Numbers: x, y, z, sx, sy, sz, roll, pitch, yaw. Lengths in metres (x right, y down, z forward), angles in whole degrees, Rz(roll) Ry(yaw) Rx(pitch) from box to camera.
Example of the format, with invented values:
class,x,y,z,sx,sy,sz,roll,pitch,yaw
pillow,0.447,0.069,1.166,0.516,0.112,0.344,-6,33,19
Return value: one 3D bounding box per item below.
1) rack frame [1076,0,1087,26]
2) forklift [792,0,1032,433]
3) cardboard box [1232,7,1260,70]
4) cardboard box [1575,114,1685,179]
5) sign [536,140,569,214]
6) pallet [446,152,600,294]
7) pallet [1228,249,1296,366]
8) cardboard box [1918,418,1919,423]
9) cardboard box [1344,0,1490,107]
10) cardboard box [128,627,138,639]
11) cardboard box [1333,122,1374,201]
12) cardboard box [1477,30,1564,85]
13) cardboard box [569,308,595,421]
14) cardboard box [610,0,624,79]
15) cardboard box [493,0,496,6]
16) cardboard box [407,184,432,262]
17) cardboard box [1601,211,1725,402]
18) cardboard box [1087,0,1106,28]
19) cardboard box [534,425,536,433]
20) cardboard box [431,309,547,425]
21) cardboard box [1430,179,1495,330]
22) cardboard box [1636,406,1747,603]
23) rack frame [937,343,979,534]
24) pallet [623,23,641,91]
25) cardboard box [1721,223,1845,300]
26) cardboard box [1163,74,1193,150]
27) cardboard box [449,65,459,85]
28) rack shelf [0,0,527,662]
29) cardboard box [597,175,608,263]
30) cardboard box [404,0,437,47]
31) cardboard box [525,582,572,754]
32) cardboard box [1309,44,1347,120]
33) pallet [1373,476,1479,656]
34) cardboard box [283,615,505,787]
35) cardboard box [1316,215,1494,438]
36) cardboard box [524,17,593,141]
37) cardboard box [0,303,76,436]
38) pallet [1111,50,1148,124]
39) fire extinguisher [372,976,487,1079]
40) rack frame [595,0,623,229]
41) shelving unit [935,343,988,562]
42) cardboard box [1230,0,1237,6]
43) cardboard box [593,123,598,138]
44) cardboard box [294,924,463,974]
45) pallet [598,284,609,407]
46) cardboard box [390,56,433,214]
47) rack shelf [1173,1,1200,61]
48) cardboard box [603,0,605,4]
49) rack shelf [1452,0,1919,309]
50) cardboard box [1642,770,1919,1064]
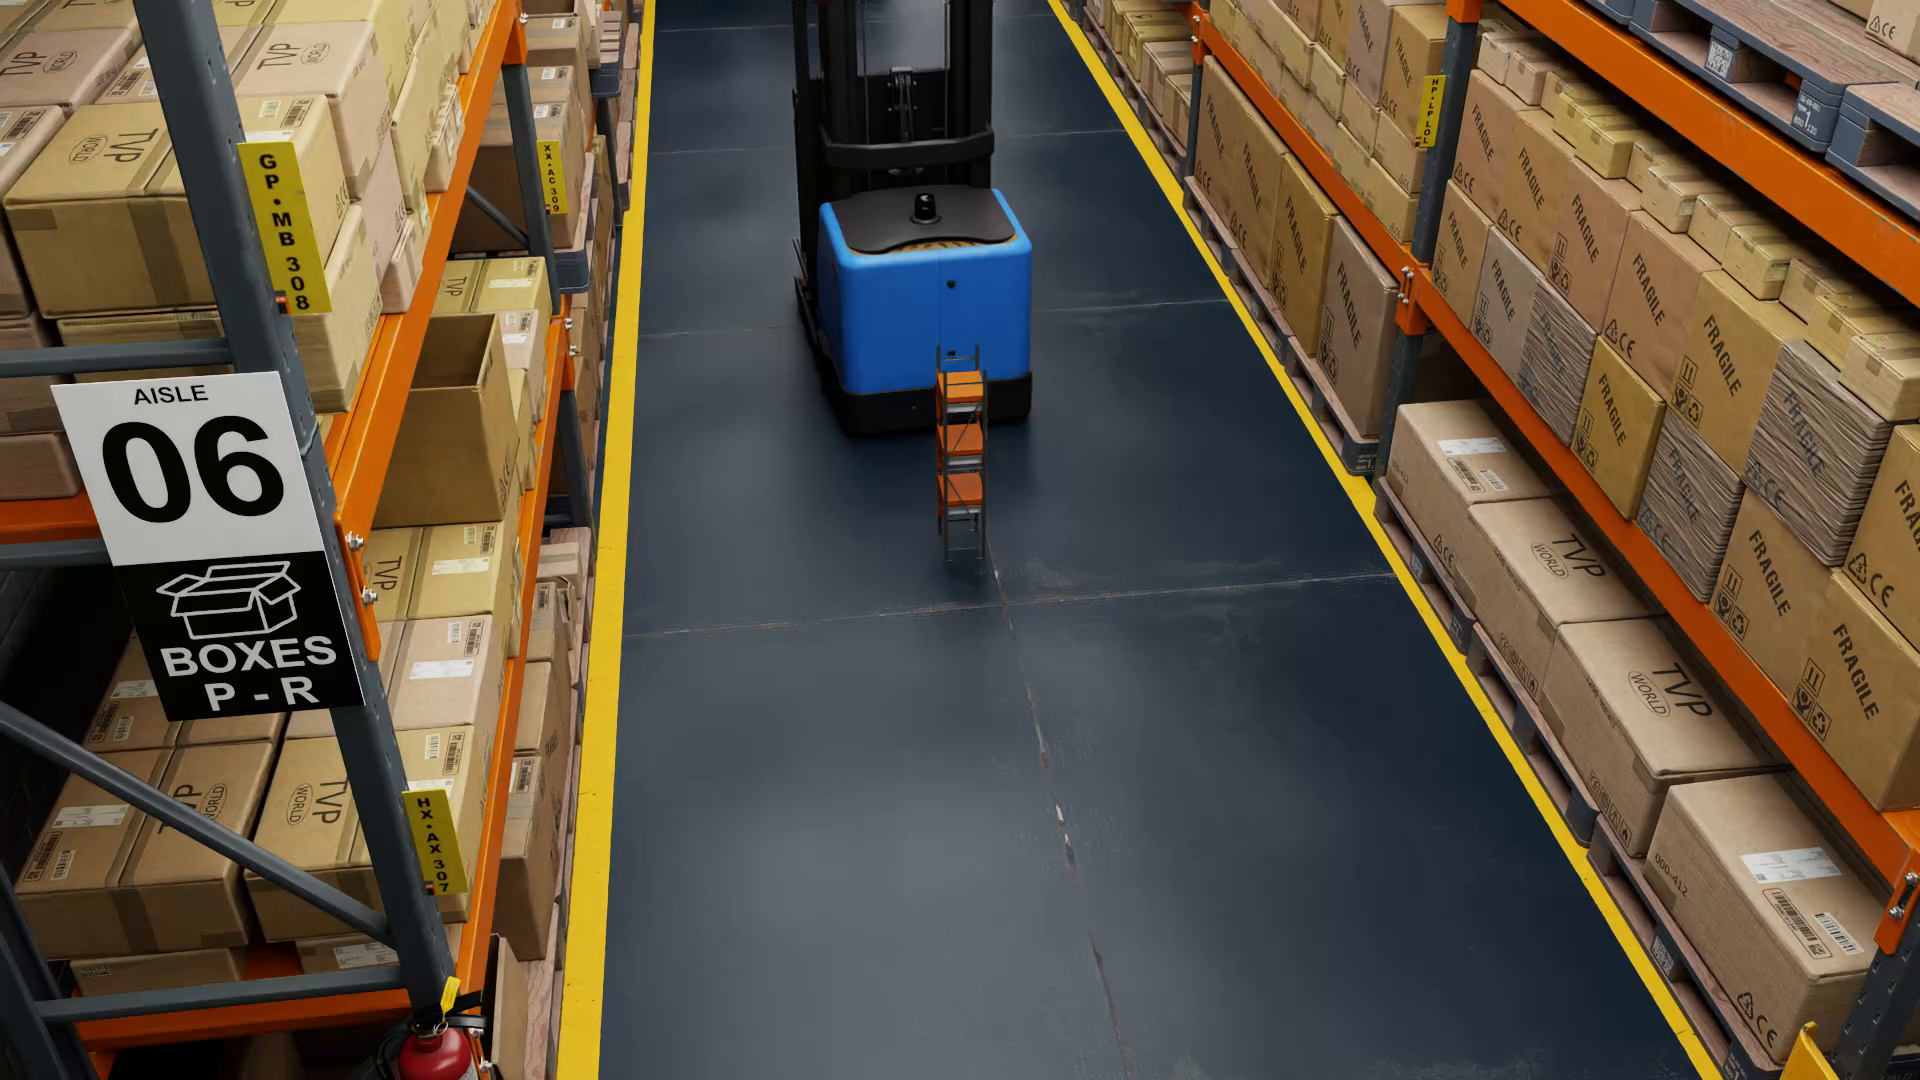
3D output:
class,x,y,z,sx,sy,sz,roll,pitch,yaw
rack frame,1.567,-5.982,14.364,1.000,3.000,0.127,-4,35,-6
forklift,-0.415,-2.611,9.478,1.130,2.935,3.031,-7,35,-10
cardboard box,2.008,-3.111,10.284,0.500,0.250,0.500,-5,35,-8
cardboard box,2.534,-1.470,6.190,0.380,0.149,0.250,-5,35,-8
sign,-1.739,-1.543,7.082,0.100,0.325,0.005,-4,35,-6
pallet,-2.275,-1.515,7.980,1.003,0.211,1.213,-4,35,-6
pallet,2.297,-1.473,10.224,1.003,0.211,1.213,-4,35,-6
cardboard box,2.876,-0.333,4.523,0.380,0.149,0.250,-4,34,-5
cardboard box,2.257,-2.491,8.265,0.500,0.500,0.500,-4,34,-5
cardboard box,-2.192,0.230,5.118,0.500,0.250,0.500,-3,34,-5
cardboard box,2.265,-1.971,8.612,0.500,0.250,0.500,-5,35,-7
cardboard box,2.428,-2.045,7.034,0.380,0.149,0.250,-5,35,-7
cardboard box,-2.199,-0.864,8.701,0.500,0.500,0.500,-5,35,-7
cardboard box,-3.173,-4.072,13.298,0.875,0.625,0.625,-5,35,-7
cardboard box,-1.934,-2.097,6.223,0.380,0.149,0.250,-5,35,-7
cardboard box,-1.603,-0.820,4.349,0.380,0.149,0.250,-4,35,-7
cardboard box,2.651,-0.838,5.839,0.500,0.500,0.500,-5,35,-7
cardboard box,1.640,-4.777,14.557,0.950,0.372,0.625,-4,34,-6
cardboard box,-1.858,-0.442,6.458,0.380,0.149,0.250,-4,34,-5
cardboard box,-1.883,-0.657,6.419,0.500,0.250,0.500,-4,35,-6
cardboard box,2.446,-1.277,7.372,0.500,0.500,0.500,-3,34,-5
cardboard box,2.722,-0.144,5.708,0.500,0.500,0.500,-3,34,-5
rack frame,-0.009,-0.472,8.010,0.200,1.050,0.008,-4,35,-6
pallet,-3.214,-4.044,13.996,1.003,0.211,1.213,-4,35,-6
cardboard box,2.708,-0.901,5.356,0.380,0.149,0.250,-4,34,-5
cardboard box,2.039,-3.154,12.175,0.950,0.372,0.625,-7,35,-10
cardboard box,-1.842,-1.521,5.378,0.380,0.149,0.250,-3,34,-5
rack shelf,-2.006,-0.966,4.979,1.077,0.370,4.000,-4,35,-6
cardboard box,-2.487,-2.013,10.387,0.500,0.500,0.500,-5,35,-7
cardboard box,-1.758,-1.530,4.592,0.500,0.250,0.500,-3,34,-5
cardboard box,-1.942,0.544,6.635,0.700,0.500,0.500,-6,35,-8
cardboard box,2.192,-2.457,8.881,0.500,0.250,0.500,-4,34,-5
pallet,2.667,0.065,7.968,1.003,0.211,1.213,-4,35,-6
cardboard box,-1.600,0.476,4.756,0.500,0.250,0.500,-4,34,-6
cardboard box,2.480,-1.153,8.793,0.875,0.875,0.875,-3,34,-5
cardboard box,-2.294,-2.369,8.600,0.700,0.500,0.500,-5,35,-7
cardboard box,-2.067,-0.436,3.431,0.500,0.250,0.500,-5,35,-7
pallet,1.840,-3.713,13.511,1.003,0.211,1.213,-4,35,-6
fire extinguisher,-1.260,1.325,4.041,0.296,0.674,0.183,-4,35,-6
rack frame,-2.813,-3.372,10.534,1.000,3.000,0.127,-4,35,-6
shelving unit,0.007,-0.404,7.911,0.215,1.050,0.252,-4,35,-6
cardboard box,1.928,-3.593,10.548,0.500,0.250,0.500,-5,35,-7
cardboard box,-2.496,-2.524,10.561,0.380,0.149,0.250,-6,35,-9
cardboard box,-1.510,0.992,4.354,0.380,0.149,0.250,-5,35,-7
pallet,-2.590,-1.121,9.707,1.003,0.211,1.213,-4,35,-6
cardboard box,-1.672,-1.045,4.325,0.500,0.250,0.500,-5,35,-8
rack shelf,1.836,-4.569,12.929,1.077,0.370,4.000,-4,35,-6
cardboard box,-2.694,-3.857,11.379,0.500,0.250,0.500,-5,35,-7
rack shelf,2.912,-1.344,5.534,1.077,0.370,4.000,-4,35,-6
cardboard box,2.993,1.239,5.671,0.875,0.438,0.875,-5,35,-8
